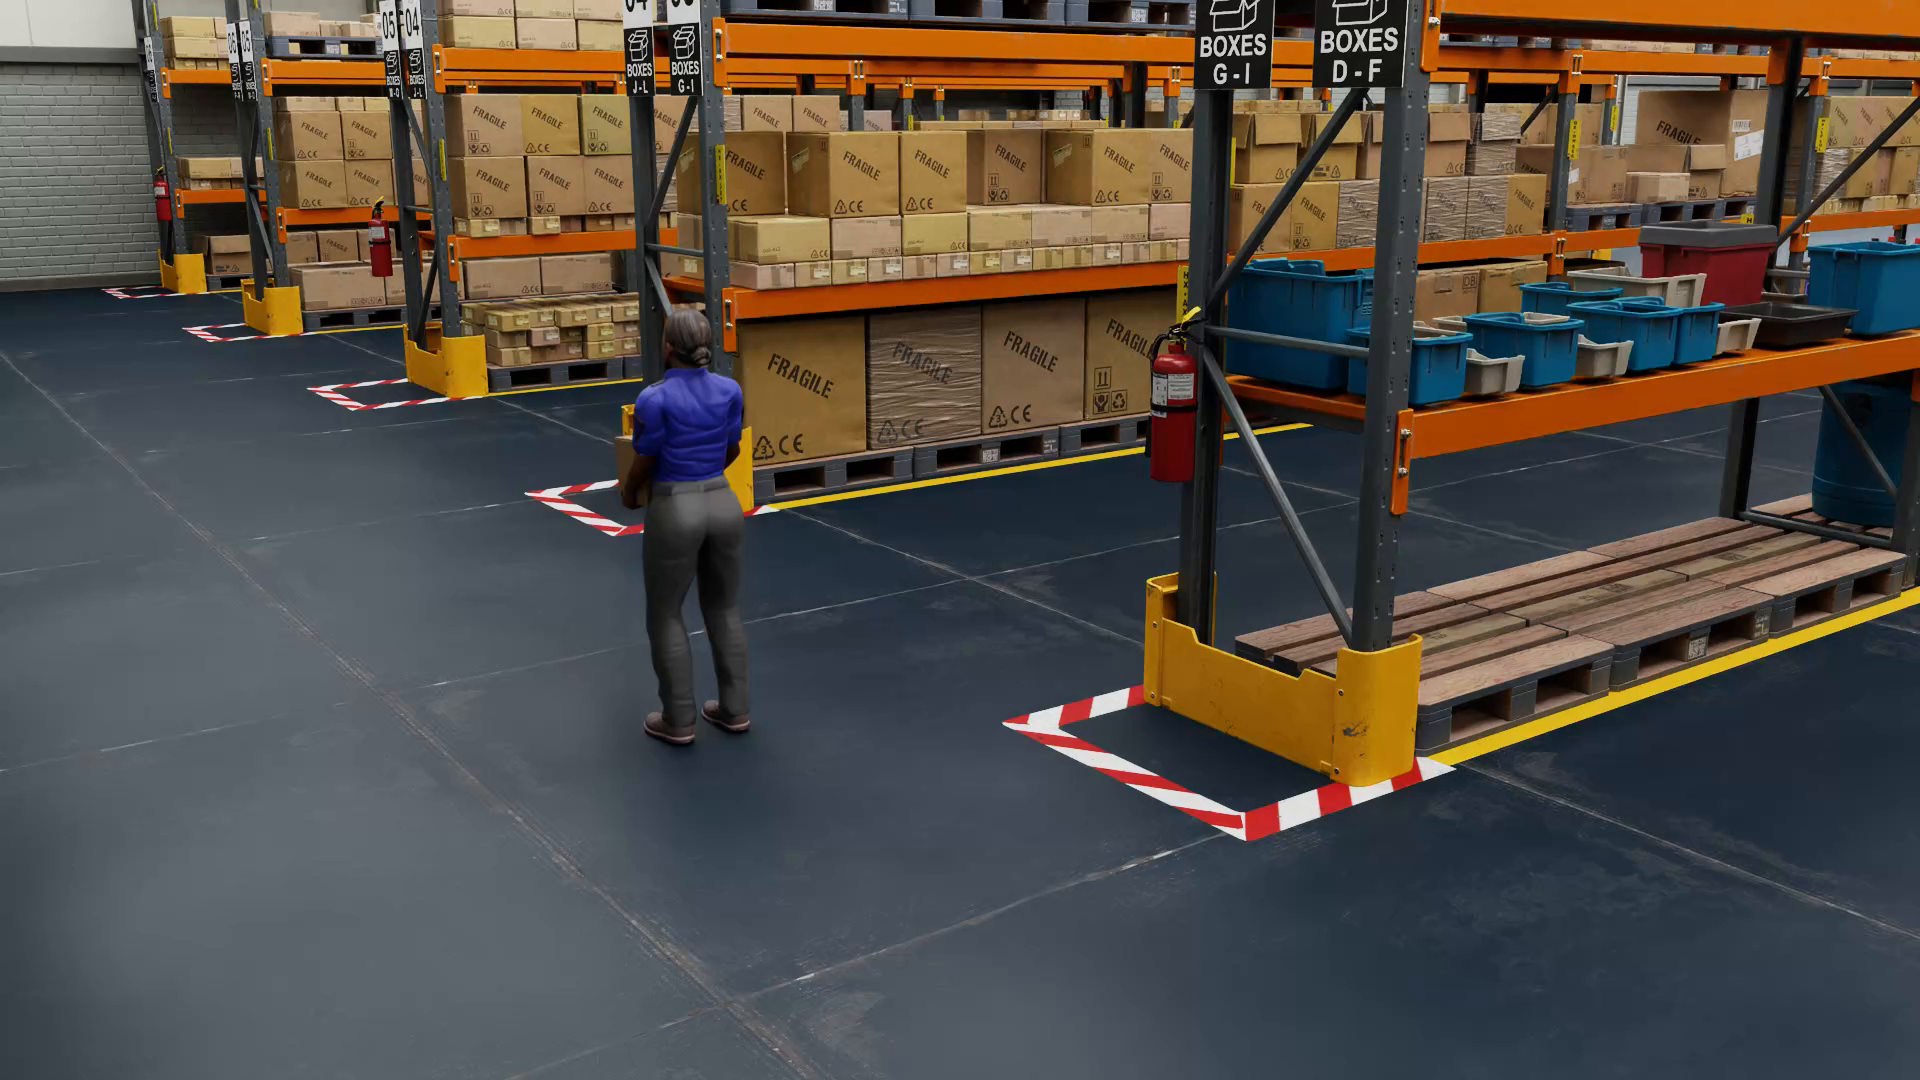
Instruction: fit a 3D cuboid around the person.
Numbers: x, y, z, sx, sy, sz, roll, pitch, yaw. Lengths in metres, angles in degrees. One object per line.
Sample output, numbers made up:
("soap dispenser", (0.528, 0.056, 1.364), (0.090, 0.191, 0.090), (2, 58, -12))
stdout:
("person", (-1.051, -0.069, 6.303), (0.449, 1.645, 0.515), (-10, 18, -35))
